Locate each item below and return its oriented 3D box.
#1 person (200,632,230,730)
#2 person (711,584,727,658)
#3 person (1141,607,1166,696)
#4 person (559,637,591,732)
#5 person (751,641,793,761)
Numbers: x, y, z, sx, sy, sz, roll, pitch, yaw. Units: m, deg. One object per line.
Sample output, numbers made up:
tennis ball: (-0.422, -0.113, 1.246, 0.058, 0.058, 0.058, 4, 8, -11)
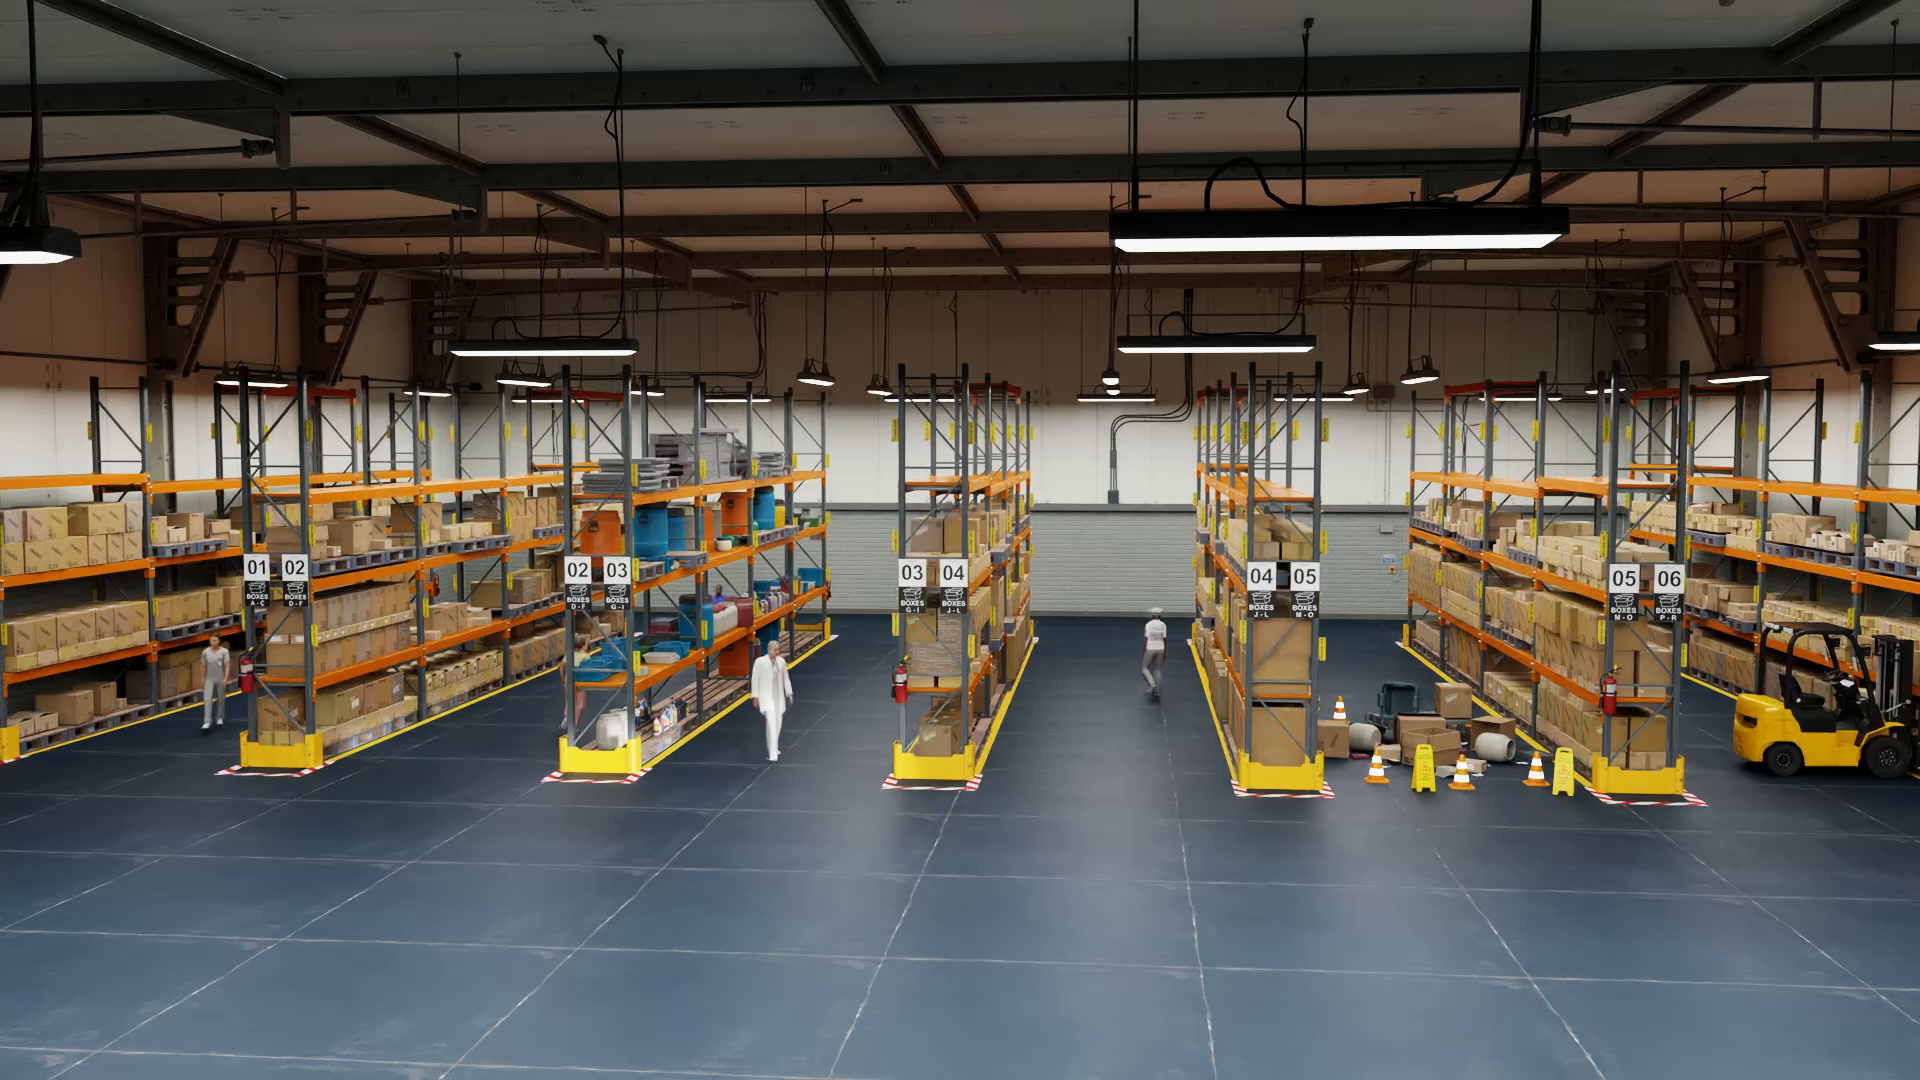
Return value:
person: (-12.571, 2.366, 28.067, 0.469, 1.611, 1.042, -2, 4, -26)
person: (-5.402, 1.790, 37.267, 0.422, 1.603, 0.953, 2, 4, 22)
person: (3.711, 2.130, 31.634, 0.481, 1.679, 0.479, -1, 4, -19)
person: (-6.453, 2.430, 28.005, 0.590, 1.567, 0.702, 1, 4, 8)
person: (-2.881, 2.489, 25.755, 0.611, 1.842, 0.645, -3, 5, -38)
